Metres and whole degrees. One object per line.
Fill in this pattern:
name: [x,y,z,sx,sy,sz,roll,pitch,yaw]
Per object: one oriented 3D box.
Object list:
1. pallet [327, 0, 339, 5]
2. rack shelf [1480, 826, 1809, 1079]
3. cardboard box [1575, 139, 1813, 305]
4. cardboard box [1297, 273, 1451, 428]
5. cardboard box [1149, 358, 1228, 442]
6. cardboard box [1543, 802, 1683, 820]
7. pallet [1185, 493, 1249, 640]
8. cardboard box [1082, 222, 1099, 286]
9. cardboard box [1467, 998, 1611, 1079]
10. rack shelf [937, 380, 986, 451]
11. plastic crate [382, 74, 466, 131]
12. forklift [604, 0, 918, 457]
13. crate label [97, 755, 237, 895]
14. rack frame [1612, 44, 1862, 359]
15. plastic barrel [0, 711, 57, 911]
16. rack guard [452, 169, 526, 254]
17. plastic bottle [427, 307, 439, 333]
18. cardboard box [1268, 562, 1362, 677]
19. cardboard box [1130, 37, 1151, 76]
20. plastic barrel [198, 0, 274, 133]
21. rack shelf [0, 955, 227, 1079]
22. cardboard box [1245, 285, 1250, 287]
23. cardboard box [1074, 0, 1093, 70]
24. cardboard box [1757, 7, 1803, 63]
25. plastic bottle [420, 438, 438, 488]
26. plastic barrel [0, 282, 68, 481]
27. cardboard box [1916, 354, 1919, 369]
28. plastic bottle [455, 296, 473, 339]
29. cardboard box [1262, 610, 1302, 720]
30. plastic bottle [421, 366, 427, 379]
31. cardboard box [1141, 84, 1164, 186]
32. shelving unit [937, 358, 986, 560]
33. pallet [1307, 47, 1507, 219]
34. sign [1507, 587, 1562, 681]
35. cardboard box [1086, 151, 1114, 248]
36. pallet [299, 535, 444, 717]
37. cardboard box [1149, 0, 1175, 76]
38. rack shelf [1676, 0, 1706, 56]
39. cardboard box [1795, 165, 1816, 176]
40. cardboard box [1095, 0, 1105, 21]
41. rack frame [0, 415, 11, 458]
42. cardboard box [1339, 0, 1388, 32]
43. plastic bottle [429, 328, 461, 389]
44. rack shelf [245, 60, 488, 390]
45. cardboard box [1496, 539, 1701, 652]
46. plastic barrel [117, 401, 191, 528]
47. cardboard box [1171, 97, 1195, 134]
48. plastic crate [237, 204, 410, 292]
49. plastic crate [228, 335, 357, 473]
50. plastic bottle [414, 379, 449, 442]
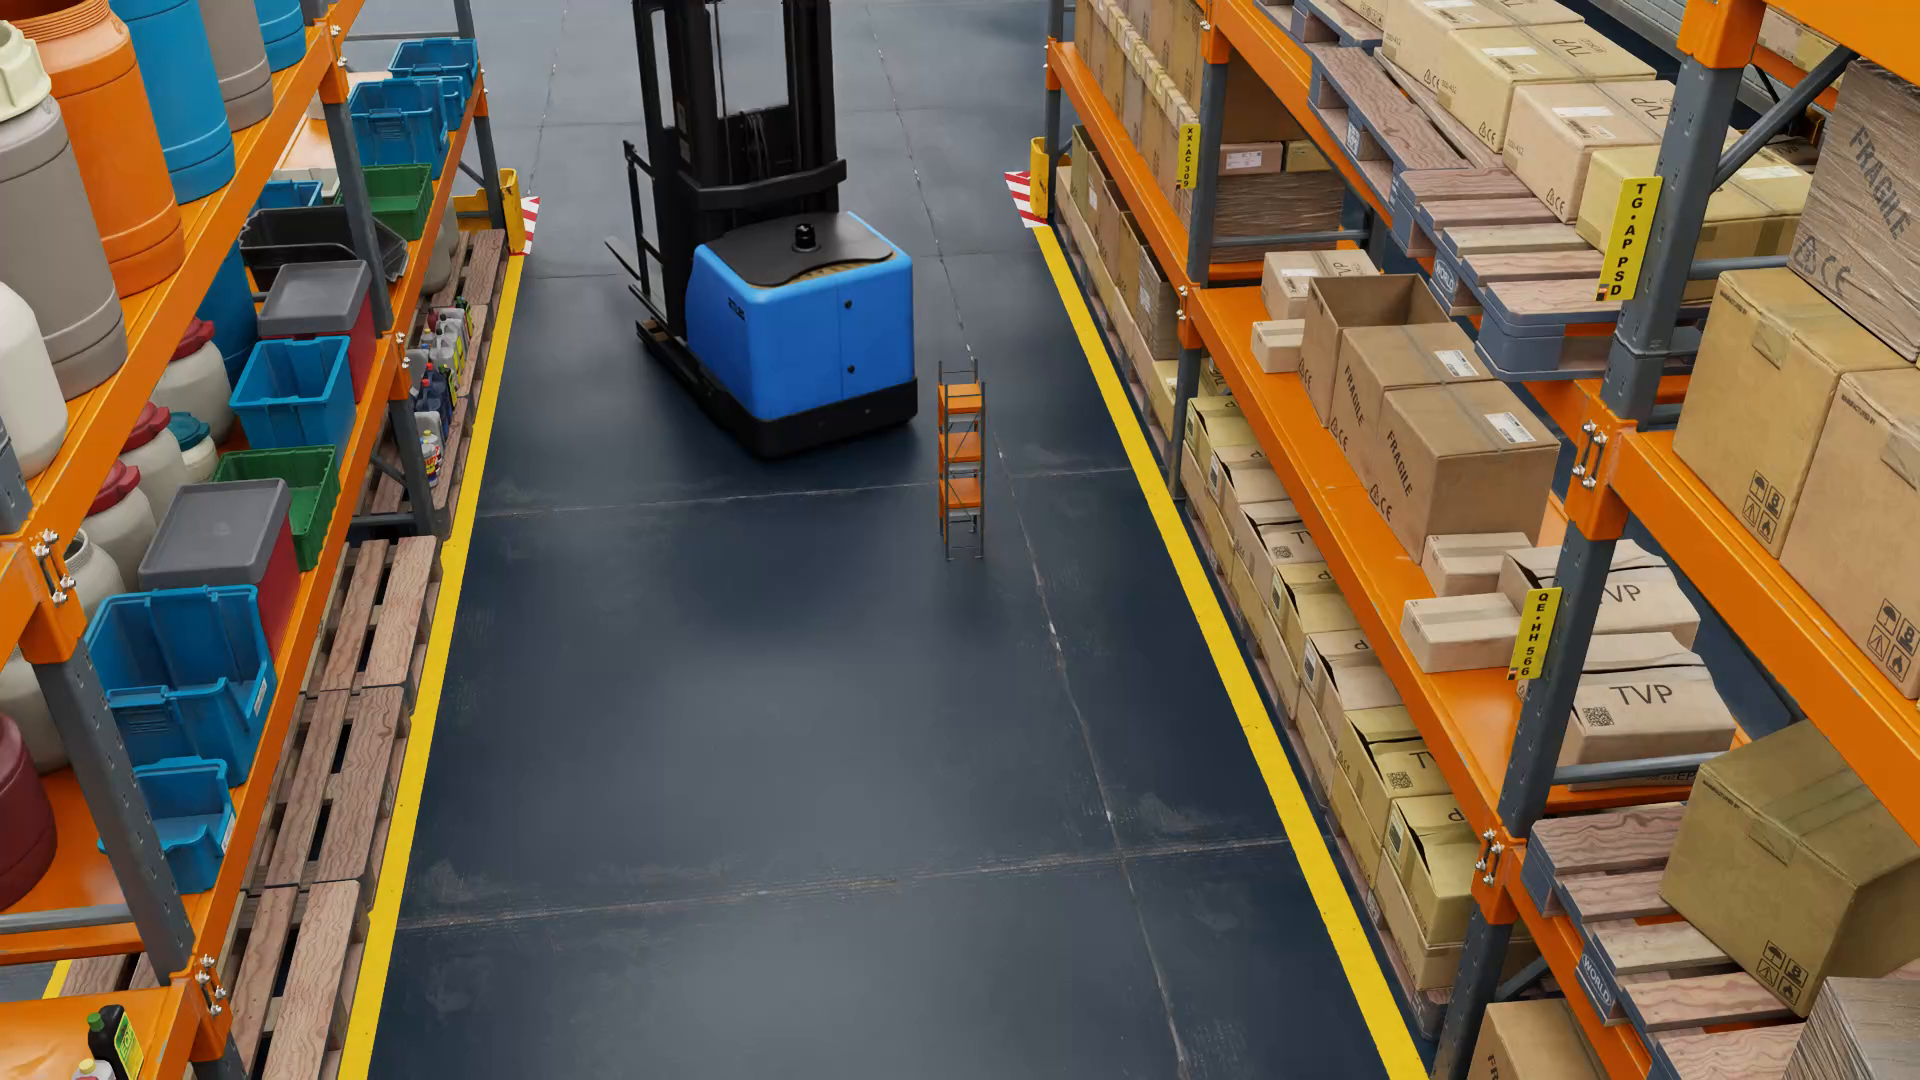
pallet: [-3.439,-2.708,7.693,1.213,0.211,1.003,-4,35,-6]
rack shelf: [2.471,2.121,3.742,1.077,0.370,4.000,-4,35,-6]
cardboard box: [2.085,-0.892,4.621,0.500,0.250,0.500,-7,35,-10]
cardboard box: [1.822,-0.842,7.362,0.500,0.500,0.500,-2,34,-3]
cardboard box: [1.385,-0.804,9.464,0.500,0.250,0.500,-4,35,-6]
cardboard box: [2.423,1.124,6.136,0.500,0.311,0.500,-3,34,-5]
pallet: [1.802,0.036,8.638,1.003,0.211,1.213,-4,35,-6]
cardboard box: [1.115,-1.920,11.101,0.500,0.250,0.500,-4,35,-6]
cardboard box: [1.980,1.834,5.352,0.500,0.500,0.500,-3,34,-4]
rack shelf: [0.007,-0.630,8.385,0.215,0.259,0.240,-4,35,-6]
plastic crate: [-3.337,-2.703,10.313,0.499,0.251,0.408,-4,35,-6]
forklift: [-1.424,-2.485,9.922,1.130,2.935,3.031,-18,38,-24]
crate label: [-2.392,0.886,5.063,0.303,0.233,0.416,-4,35,-6]
rack frame: [2.202,-1.771,3.487,1.000,3.000,0.127,-4,35,-6]
plastic barrel: [-3.070,0.788,4.937,0.600,0.536,0.708,-4,35,-6]
rack guard: [-3.726,-2.312,11.827,1.175,0.500,0.348,-4,35,-6]
plastic bottle: [-3.200,-1.300,10.144,0.061,0.283,0.133,-4,35,-6]
cardboard box: [1.681,0.314,7.326,0.500,0.311,0.500,-3,34,-5]
cardboard box: [1.207,-2.826,9.697,0.380,0.149,0.250,-3,34,-5]
plastic barrel: [-2.873,-1.966,5.991,0.600,0.901,0.600,0,34,0]
rack shelf: [-2.438,2.494,3.194,1.077,0.370,4.000,-4,35,-6]
cardboard box: [1.837,-1.433,9.720,0.500,0.500,0.500,-4,35,-6]
cardboard box: [1.176,-3.537,11.316,0.700,0.500,0.500,-4,35,-6]
cardboard box: [5.869,-3.495,11.459,0.500,0.250,0.500,-5,35,-8]
plastic bottle: [-2.853,-0.417,8.859,0.097,0.271,0.097,0,34,0]
plastic barrel: [-2.445,-0.402,4.042,0.421,0.512,0.421,0,34,0]
cardboard box: [2.323,-0.458,3.247,0.500,0.500,0.500,-4,35,-6]
plastic bottle: [-3.068,-1.387,10.272,0.061,0.283,0.133,-4,34,-5]
cardboard box: [1.680,0.540,7.491,0.500,0.250,0.500,-4,34,-5]
plastic bottle: [-3.024,-0.872,9.527,0.097,0.271,0.097,0,34,0]
cardboard box: [1.457,-2.387,9.629,0.700,0.500,0.500,-4,34,-6]
shelving unit: [0.007,-0.404,8.539,0.215,1.050,0.252,-4,35,-6]
pallet: [1.869,-1.450,5.846,1.003,0.211,1.213,-3,34,-4]
sign: [1.652,0.273,4.786,0.100,0.325,0.005,-4,35,-6]
cardboard box: [1.127,-2.231,10.891,0.500,0.500,0.500,-4,35,-6]
pallet: [-3.101,0.436,8.051,1.003,0.211,1.213,-4,35,-6]
cardboard box: [1.462,-2.911,9.245,0.700,0.500,0.500,-4,35,-6]
rack shelf: [1.933,-2.425,5.440,1.077,0.370,4.000,-4,35,-6]
cardboard box: [6.115,-2.494,11.871,0.500,0.311,0.500,-2,34,-2]
cardboard box: [1.068,-3.403,10.544,0.380,0.149,0.250,-5,35,-7]
rack frame: [-2.707,-1.398,2.940,1.000,3.000,0.127,-4,35,-6]
cardboard box: [1.814,-2.225,6.576,0.500,0.250,0.500,-8,35,-11]
plastic bottle: [-3.025,-1.063,9.737,0.144,0.351,0.185,-5,35,-7]
rack shelf: [-3.514,-1.970,9.745,1.077,0.370,4.000,-4,35,-6]
cardboard box: [2.274,0.231,5.956,0.500,0.311,0.500,-5,35,-7]
plastic barrel: [-3.235,-0.248,6.458,0.433,0.535,0.433,0,34,0]
cardboard box: [1.346,-2.254,8.857,0.380,0.149,0.250,-5,35,-8]
plastic crate: [-3.189,-1.428,8.365,0.767,0.338,0.504,-4,35,-6]
plastic crate: [-2.788,-0.553,7.041,0.392,0.384,0.575,-4,35,-6]
plastic bottle: [-2.942,-0.721,9.234,0.144,0.351,0.185,-3,34,-5]
